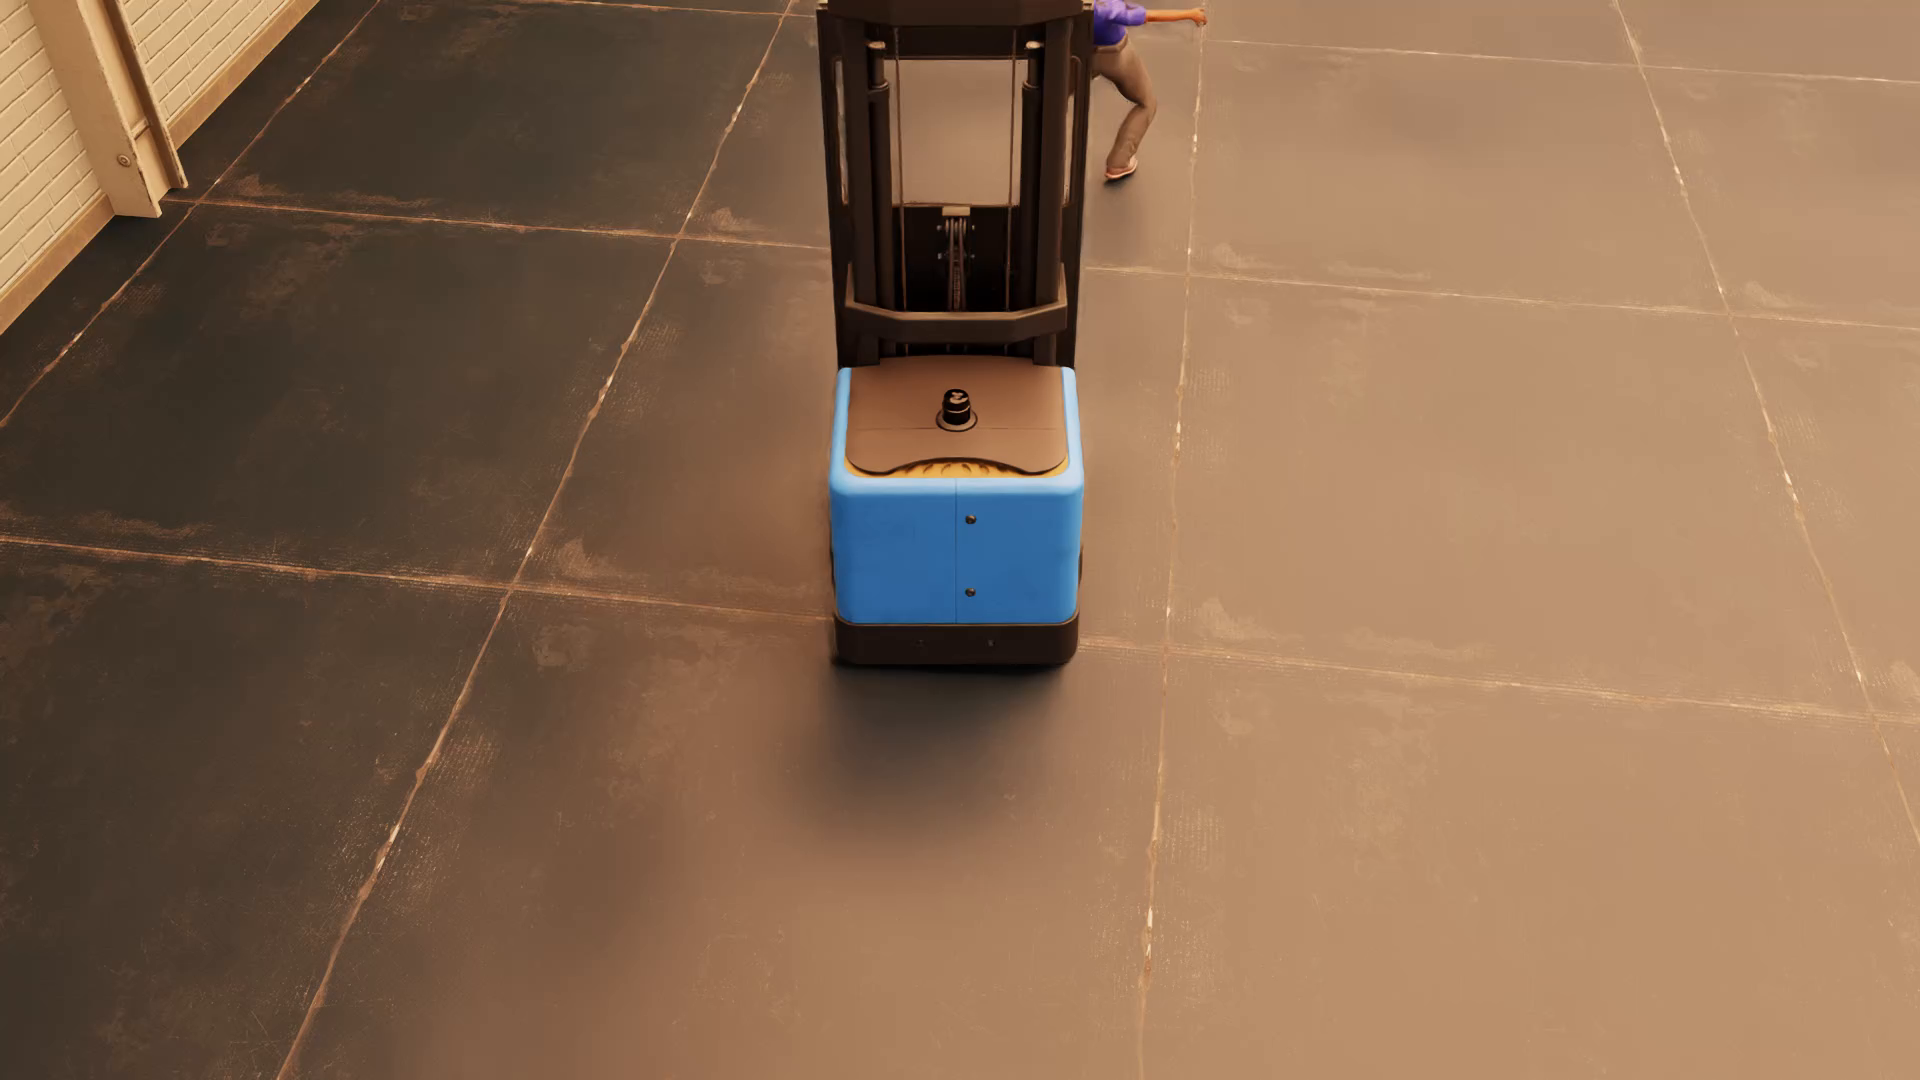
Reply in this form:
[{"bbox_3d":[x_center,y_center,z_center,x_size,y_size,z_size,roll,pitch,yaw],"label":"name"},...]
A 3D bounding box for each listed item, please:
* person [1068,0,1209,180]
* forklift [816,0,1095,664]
[{"bbox_3d":[0.948,-2.835,9.902,0.994,1.437,0.728,9,43,9],"label":"person"},{"bbox_3d":[-0.019,-1.513,7.371,1.130,2.935,3.031,0,43,0],"label":"forklift"}]
